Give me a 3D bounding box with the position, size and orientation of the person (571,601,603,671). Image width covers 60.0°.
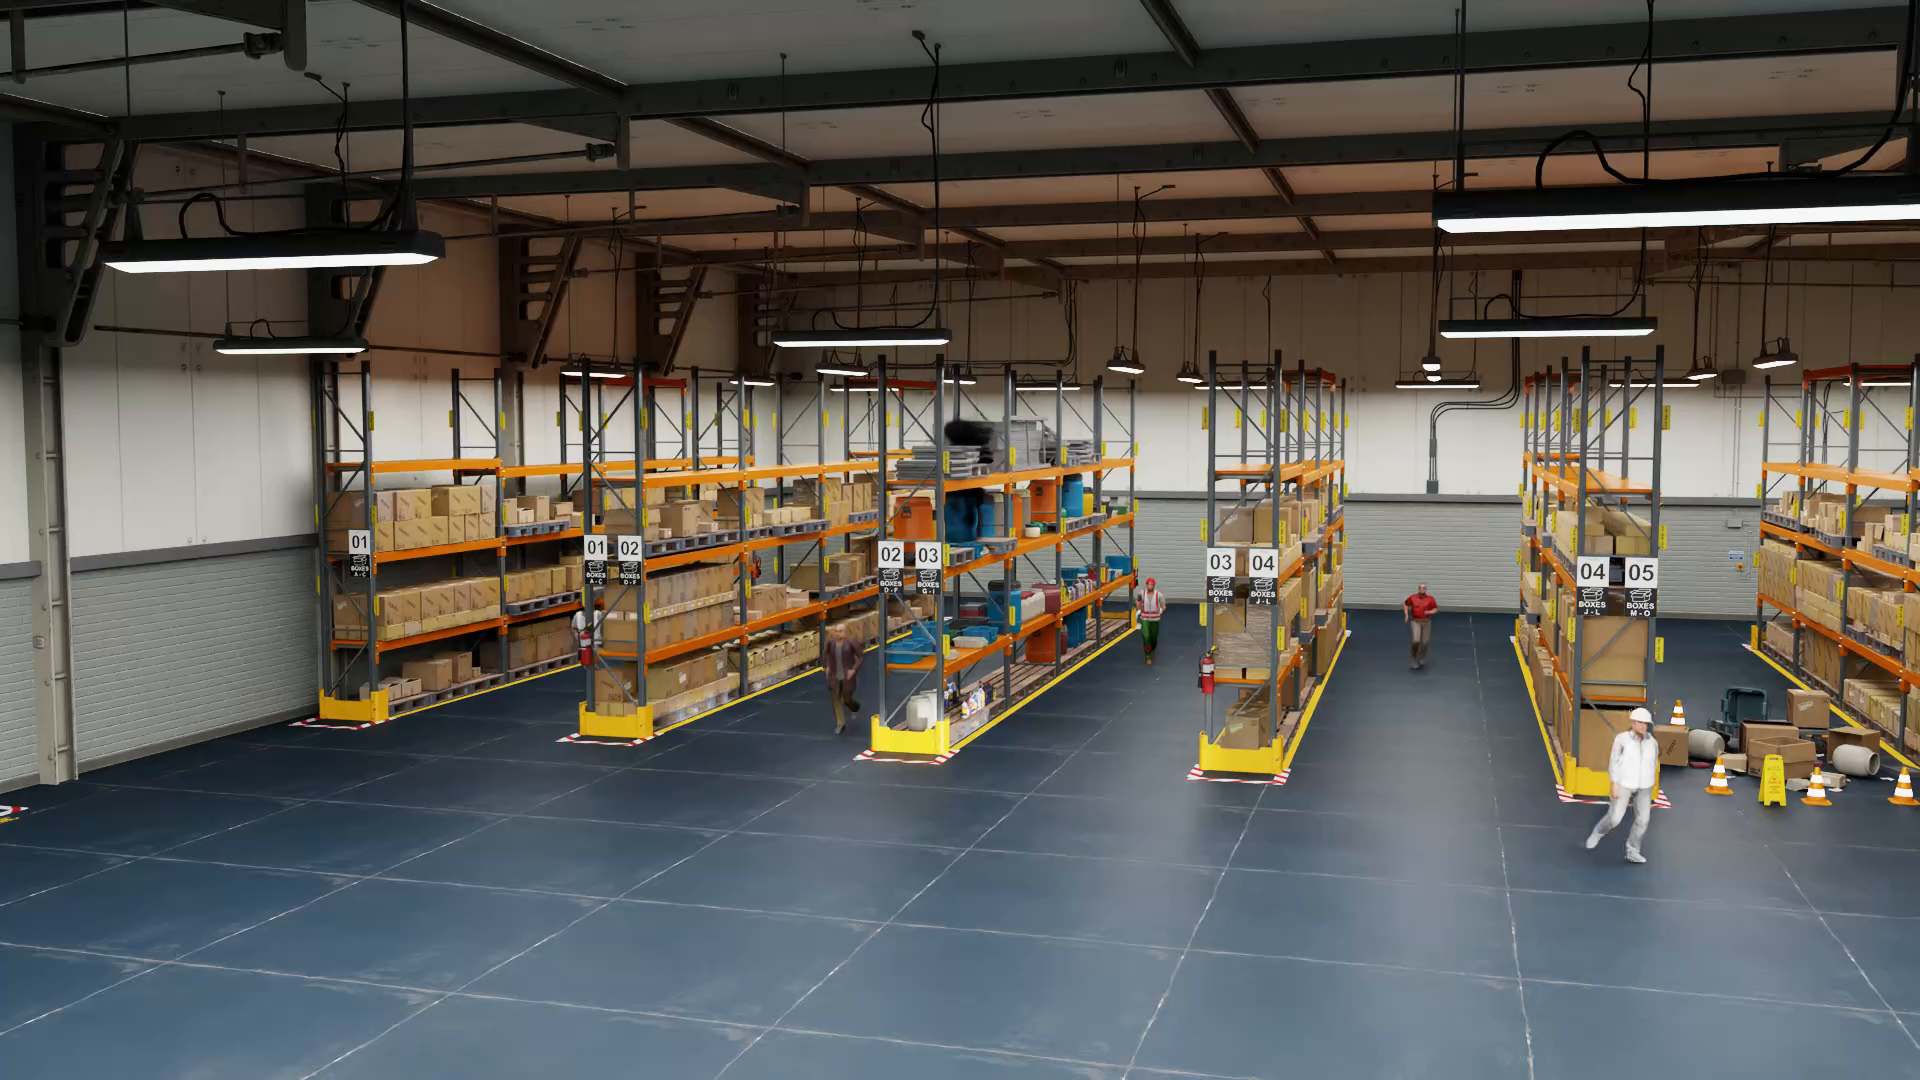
[{"bbox_3d":[-6.833,1.931,30.592,0.650,1.783,0.798,1,4,12],"label":"person"}]

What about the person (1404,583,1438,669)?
[{"bbox_3d":[9.336,1.750,33.666,0.629,1.767,0.727,0,4,7],"label":"person"}]

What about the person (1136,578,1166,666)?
[{"bbox_3d":[3.942,1.656,34.393,0.613,1.786,0.993,0,4,4],"label":"person"}]

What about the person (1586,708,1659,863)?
[{"bbox_3d":[7.577,2.764,18.982,0.681,1.750,0.622,0,4,-3],"label":"person"}]

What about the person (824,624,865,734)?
[{"bbox_3d":[-1.882,2.235,26.984,0.748,1.780,0.807,1,4,19],"label":"person"}]
